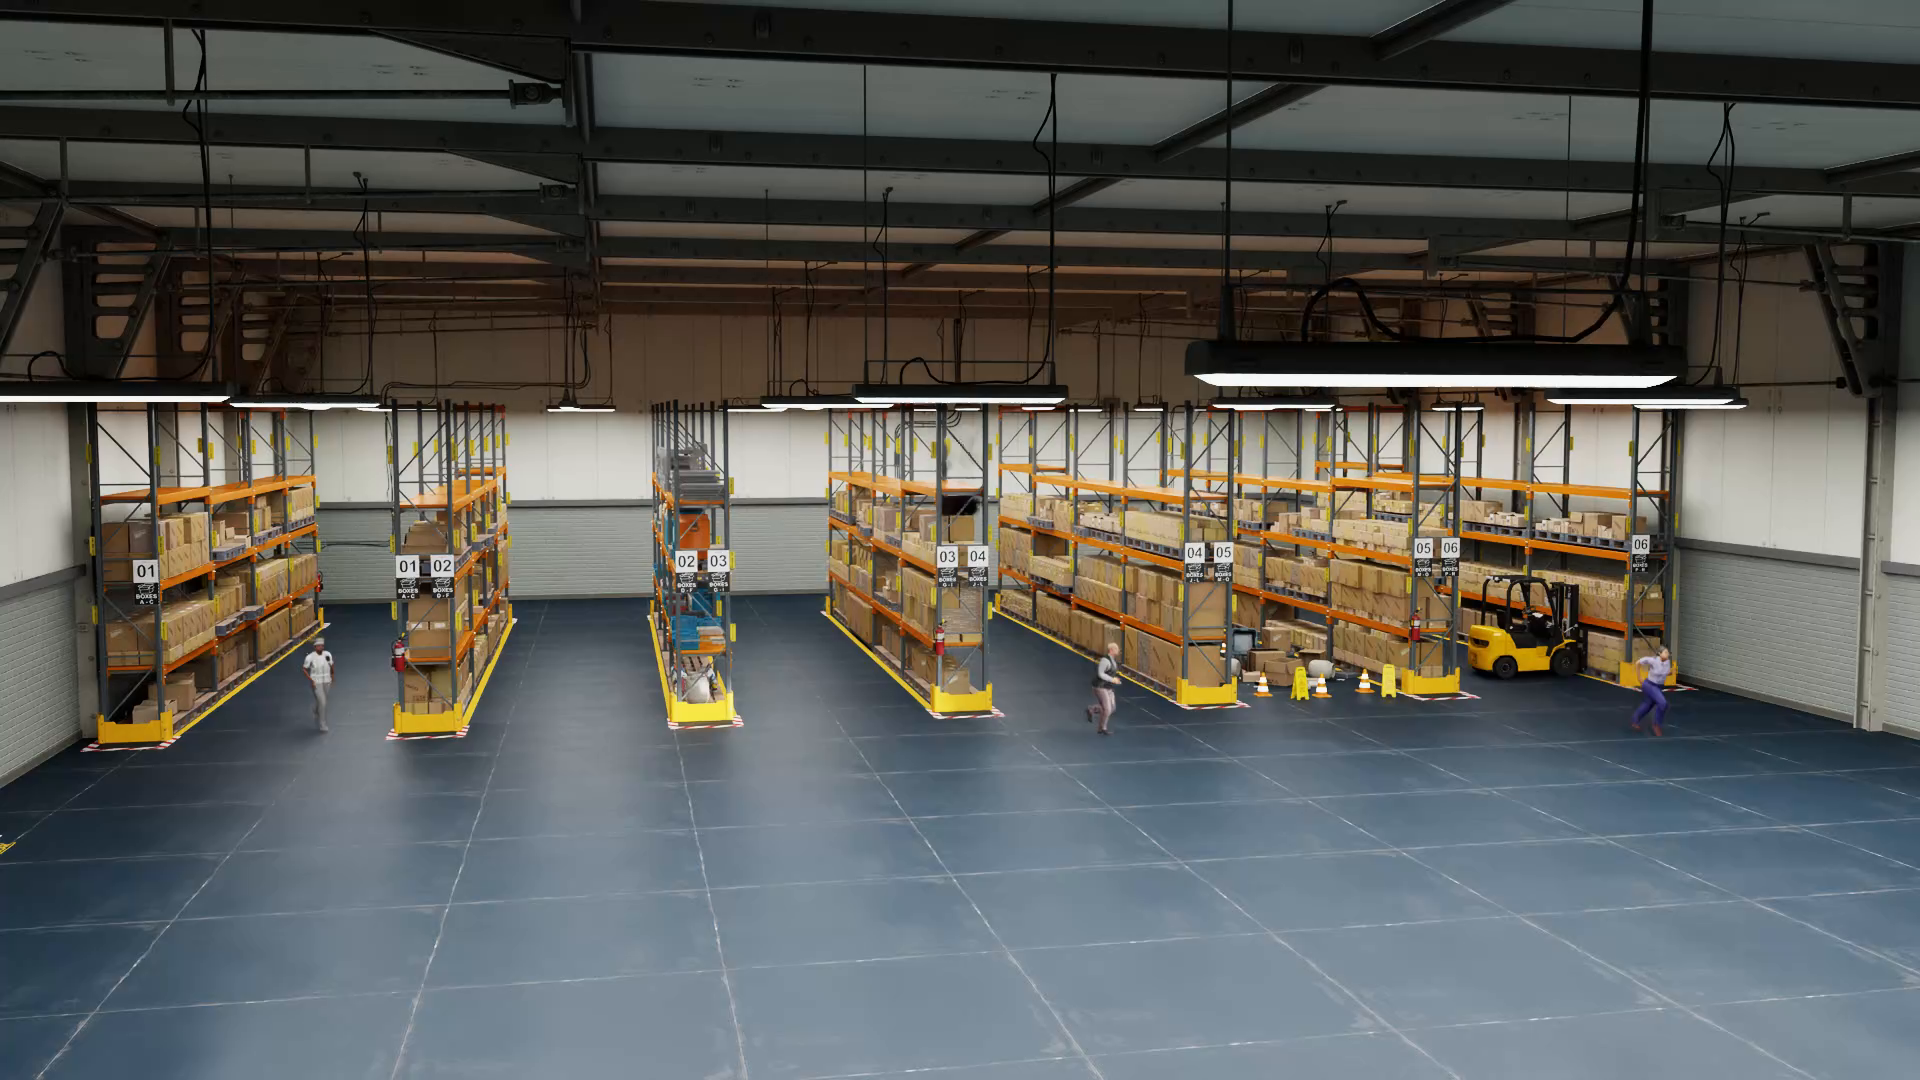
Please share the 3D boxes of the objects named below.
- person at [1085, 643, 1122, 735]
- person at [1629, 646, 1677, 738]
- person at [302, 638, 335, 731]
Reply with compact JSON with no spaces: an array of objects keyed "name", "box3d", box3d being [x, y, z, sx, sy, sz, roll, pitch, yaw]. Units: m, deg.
[{"name":"person","box3d":[2.571,2.660,29.760,0.746,1.665,0.646,2,5,30]},{"name":"person","box3d":[12.374,2.684,29.744,0.596,1.635,0.903,-3,5,-34]},{"name":"person","box3d":[-11.711,2.610,30.355,0.576,1.710,0.730,-4,6,-44]}]
